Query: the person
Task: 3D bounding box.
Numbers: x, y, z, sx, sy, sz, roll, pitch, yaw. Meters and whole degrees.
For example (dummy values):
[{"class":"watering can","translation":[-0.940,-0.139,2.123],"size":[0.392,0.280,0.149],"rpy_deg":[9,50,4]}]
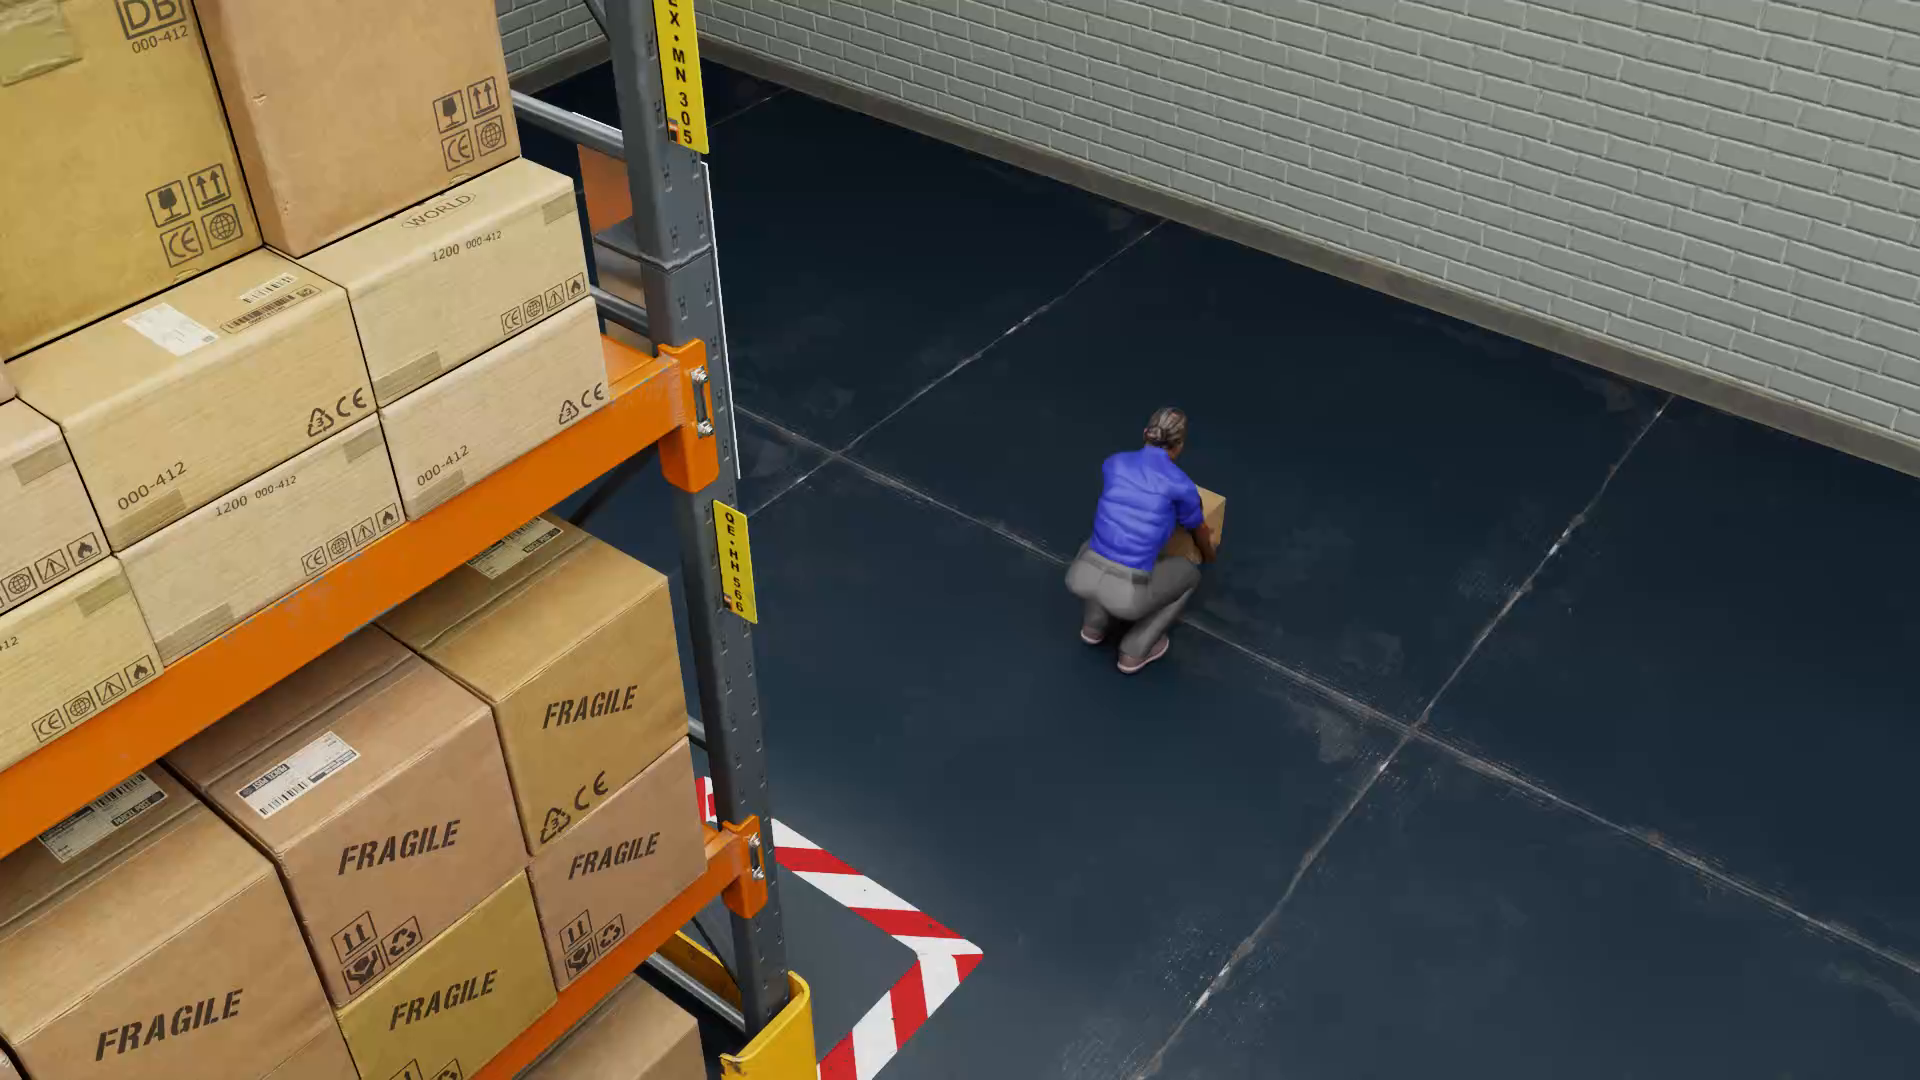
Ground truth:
[{"class":"person","translation":[0.744,-0.009,6.744],"size":[0.465,0.950,0.836],"rpy_deg":[25,45,27]}]
